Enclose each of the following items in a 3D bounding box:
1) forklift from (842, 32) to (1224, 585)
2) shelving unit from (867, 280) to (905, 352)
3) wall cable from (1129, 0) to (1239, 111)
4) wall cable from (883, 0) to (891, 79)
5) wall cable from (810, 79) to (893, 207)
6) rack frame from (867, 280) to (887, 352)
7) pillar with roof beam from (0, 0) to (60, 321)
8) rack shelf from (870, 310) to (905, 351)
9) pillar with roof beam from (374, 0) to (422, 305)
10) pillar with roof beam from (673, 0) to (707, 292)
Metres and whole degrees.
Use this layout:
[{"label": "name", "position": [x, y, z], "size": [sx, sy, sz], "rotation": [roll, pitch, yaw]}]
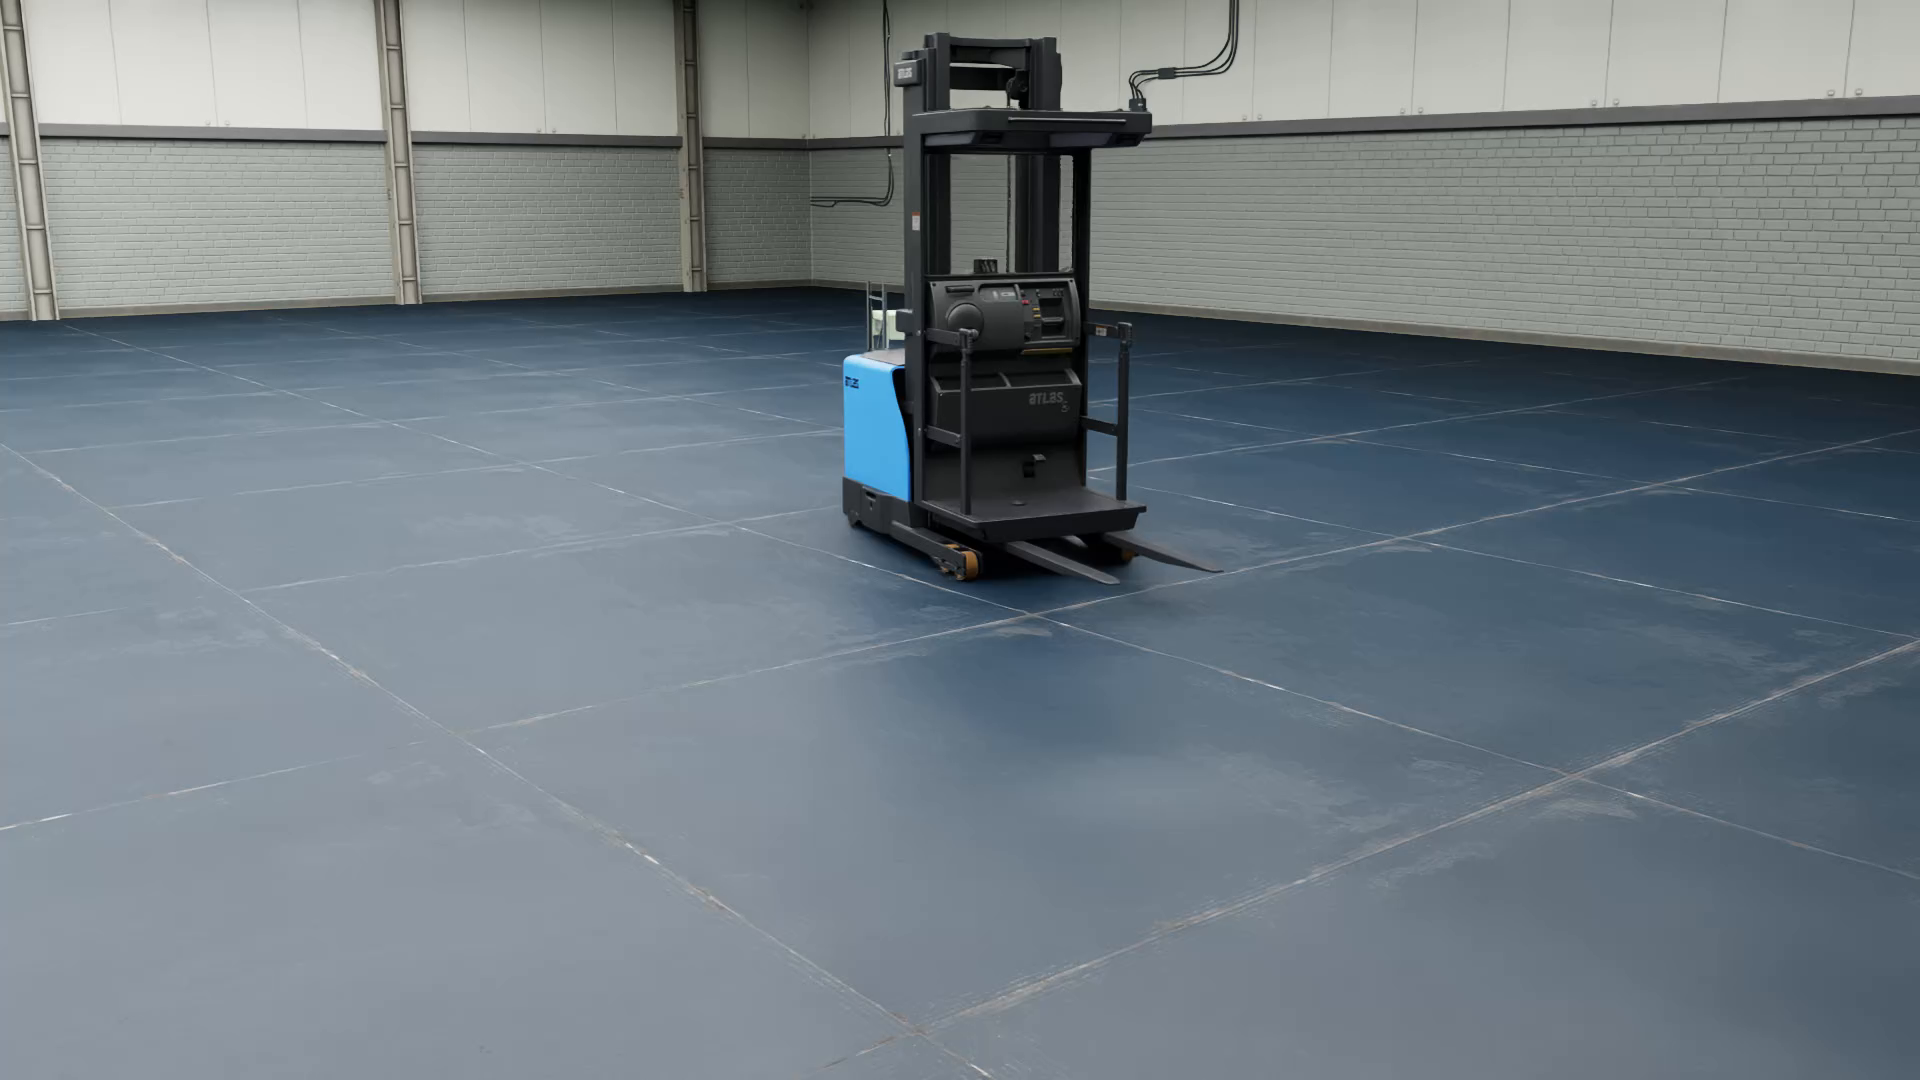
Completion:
[{"label": "forklift", "position": [0.357, -1.315, 9.266], "size": [1.130, 2.935, 3.031], "rotation": [-6, 13, -26]}, {"label": "shelving unit", "position": [-0.195, -0.966, 11.066], "size": [0.755, 1.500, 0.431], "rotation": [-4, 13, -18]}, {"label": "wall cable", "position": [3.584, -9.817, 26.511], "size": [0.169, 6.003, 2.305], "rotation": [-9, 15, -38]}, {"label": "wall cable", "position": [-0.645, -10.209, 31.857], "size": [0.112, 2.526, 3.097], "rotation": [-9, 15, -38]}, {"label": "wall cable", "position": [-2.335, -8.177, 34.448], "size": [0.112, 2.526, 3.097], "rotation": [-9, 15, -38]}, {"label": "rack frame", "position": [-0.542, -0.941, 10.950], "size": [0.023, 1.500, 0.400], "rotation": [-4, 13, -18]}, {"label": "pillar with roof beam", "position": [-12.142, -7.273, 22.714], "size": [0.400, 9.000, 9.100], "rotation": [-9, 15, -38]}, {"label": "rack shelf", "position": [-0.195, -1.347, 10.985], "size": [0.720, 0.370, 0.431], "rotation": [-4, 13, -18]}, {"label": "pillar with roof beam", "position": [-7.457, -8.051, 26.380], "size": [0.400, 9.000, 9.100], "rotation": [-9, 15, -38]}, {"label": "pillar with roof beam", "position": [-2.772, -8.830, 30.047], "size": [0.400, 9.000, 9.100], "rotation": [-9, 15, -38]}]
